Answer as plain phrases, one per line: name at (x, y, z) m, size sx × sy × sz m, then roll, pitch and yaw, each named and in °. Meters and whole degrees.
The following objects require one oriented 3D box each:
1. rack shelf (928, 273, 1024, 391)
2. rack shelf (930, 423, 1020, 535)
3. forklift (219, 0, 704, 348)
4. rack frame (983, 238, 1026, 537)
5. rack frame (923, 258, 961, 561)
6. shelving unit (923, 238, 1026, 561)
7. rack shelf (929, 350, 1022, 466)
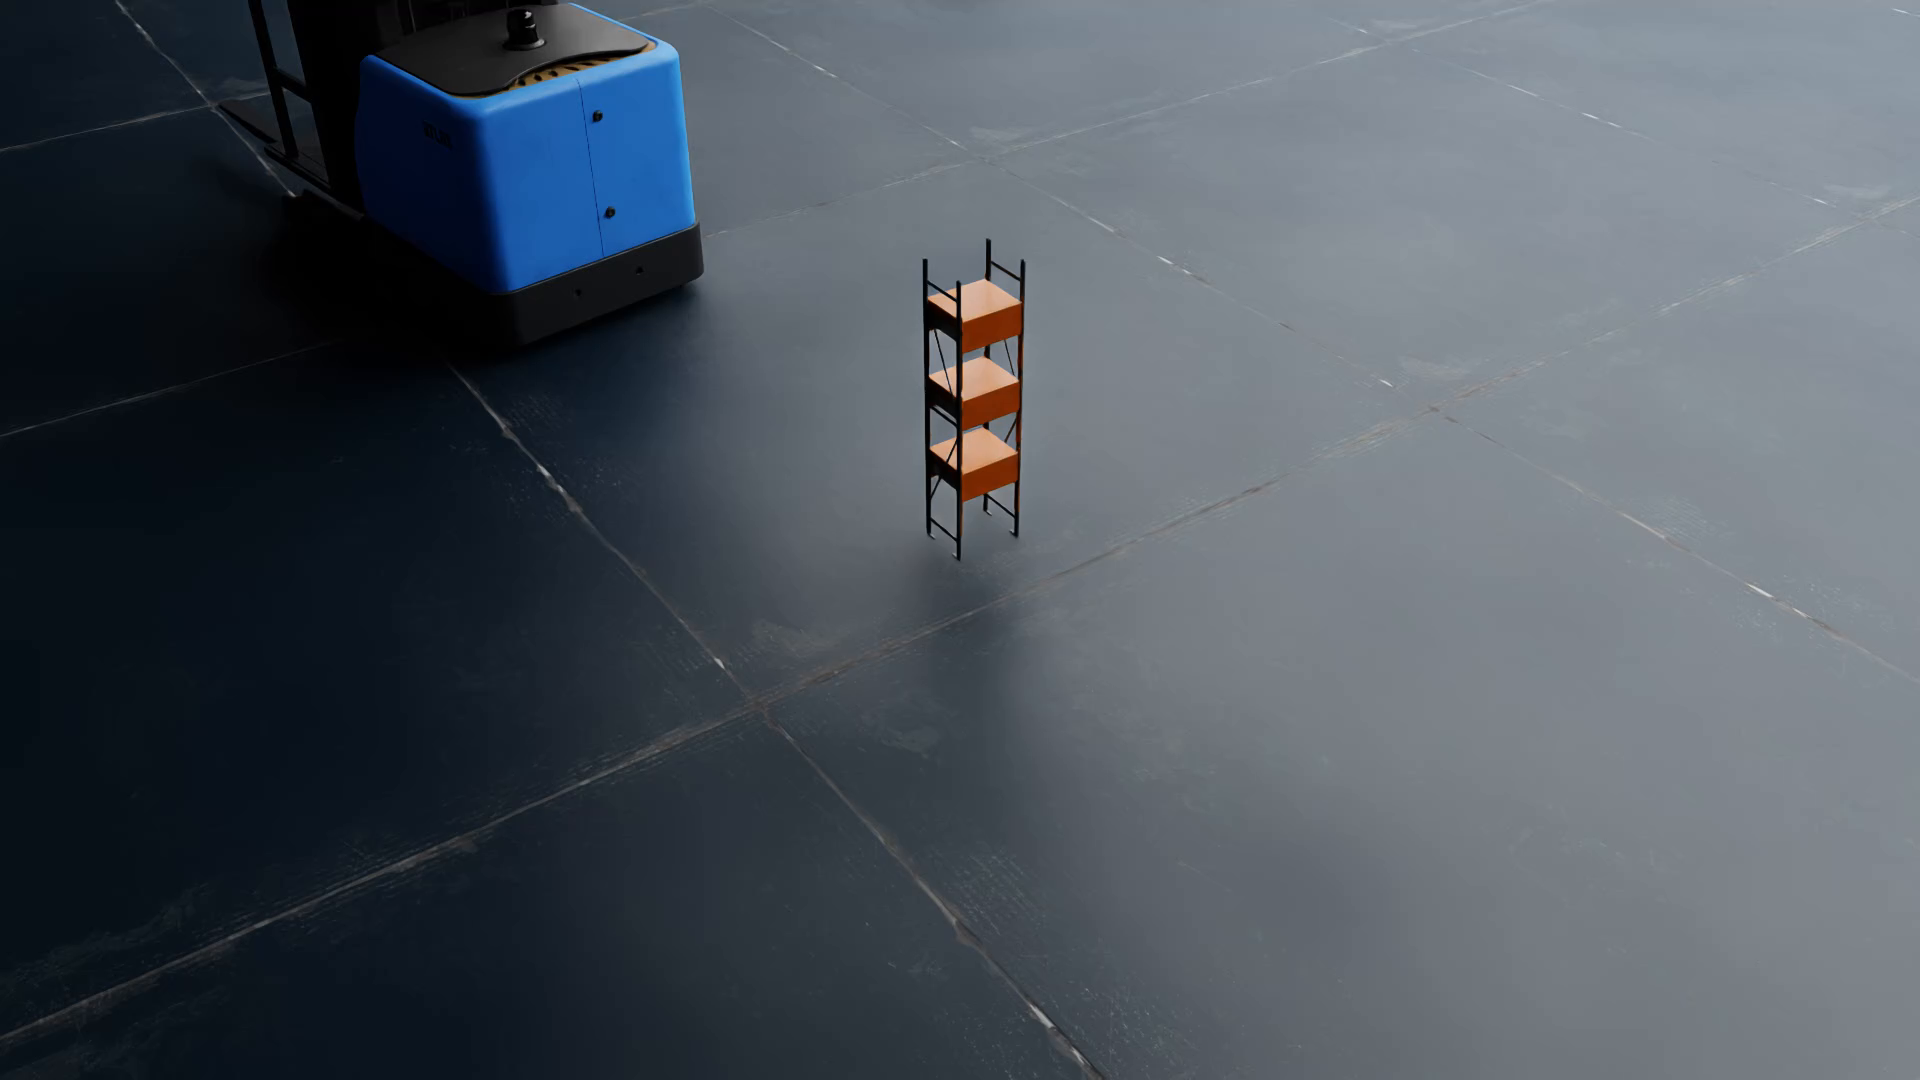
rack shelf at (0.044, -0.666, 5.309) m, size 0.240 × 0.259 × 0.215 m, roll -22°, pitch 41°, yaw -28°
rack shelf at (0.044, -0.210, 5.637) m, size 0.240 × 0.259 × 0.215 m, roll -22°, pitch 41°, yaw -28°
forklift at (-2.494, -2.731, 7.036) m, size 1.130 × 2.935 × 3.031 m, roll -29°, pitch 45°, yaw -34°
rack frame at (0.143, -0.485, 5.526) m, size 0.008 × 1.050 × 0.200 m, roll -22°, pitch 41°, yaw -28°
rack frame at (-0.056, -0.403, 5.411) m, size 0.008 × 1.050 × 0.200 m, roll -22°, pitch 41°, yaw -28°
shelving unit at (0.044, -0.444, 5.468) m, size 0.252 × 1.050 × 0.215 m, roll -22°, pitch 41°, yaw -28°
rack shelf at (0.044, -0.436, 5.475) m, size 0.240 × 0.259 × 0.215 m, roll -22°, pitch 41°, yaw -28°
